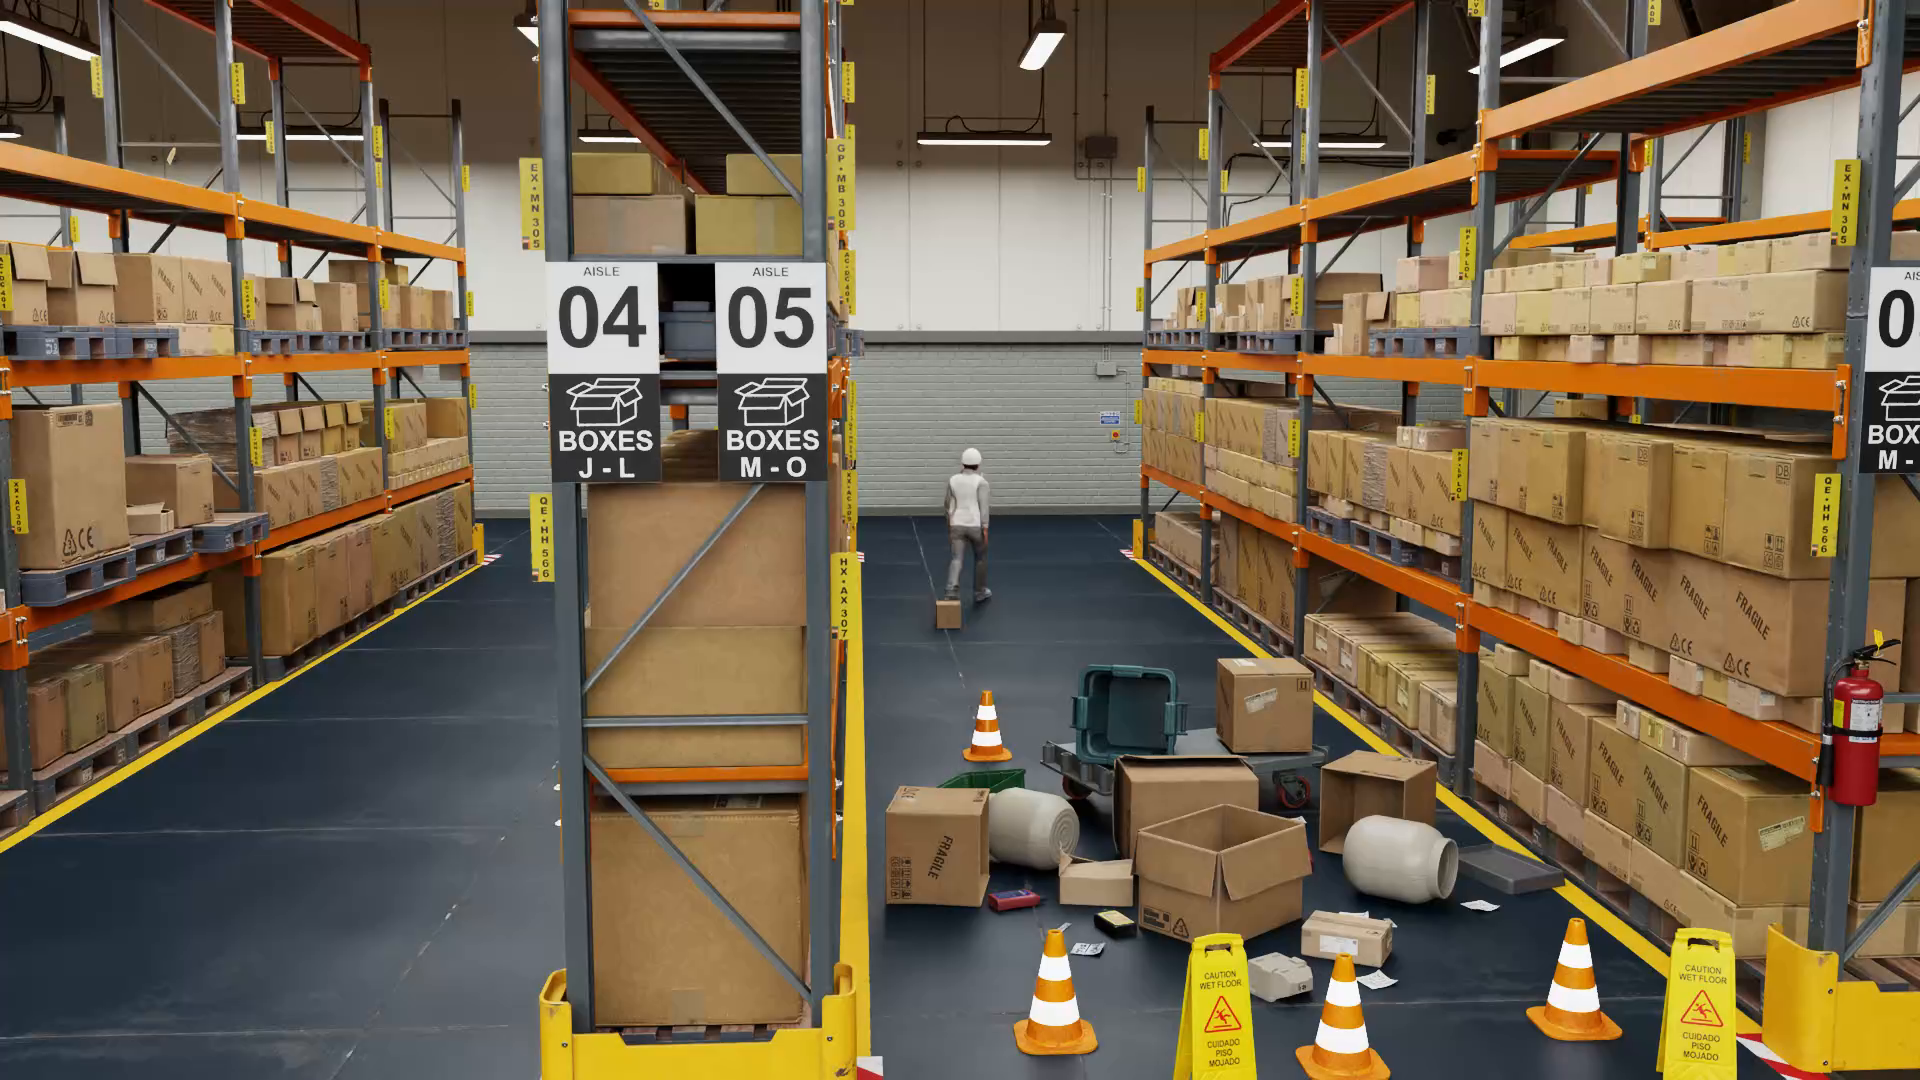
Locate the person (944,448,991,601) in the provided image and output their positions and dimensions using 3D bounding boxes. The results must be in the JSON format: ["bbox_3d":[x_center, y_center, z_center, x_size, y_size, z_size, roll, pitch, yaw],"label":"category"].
[{"bbox_3d":[0.071,-0.149,18.440,0.554,1.735,1.012,2,7,18],"label":"person"}]
